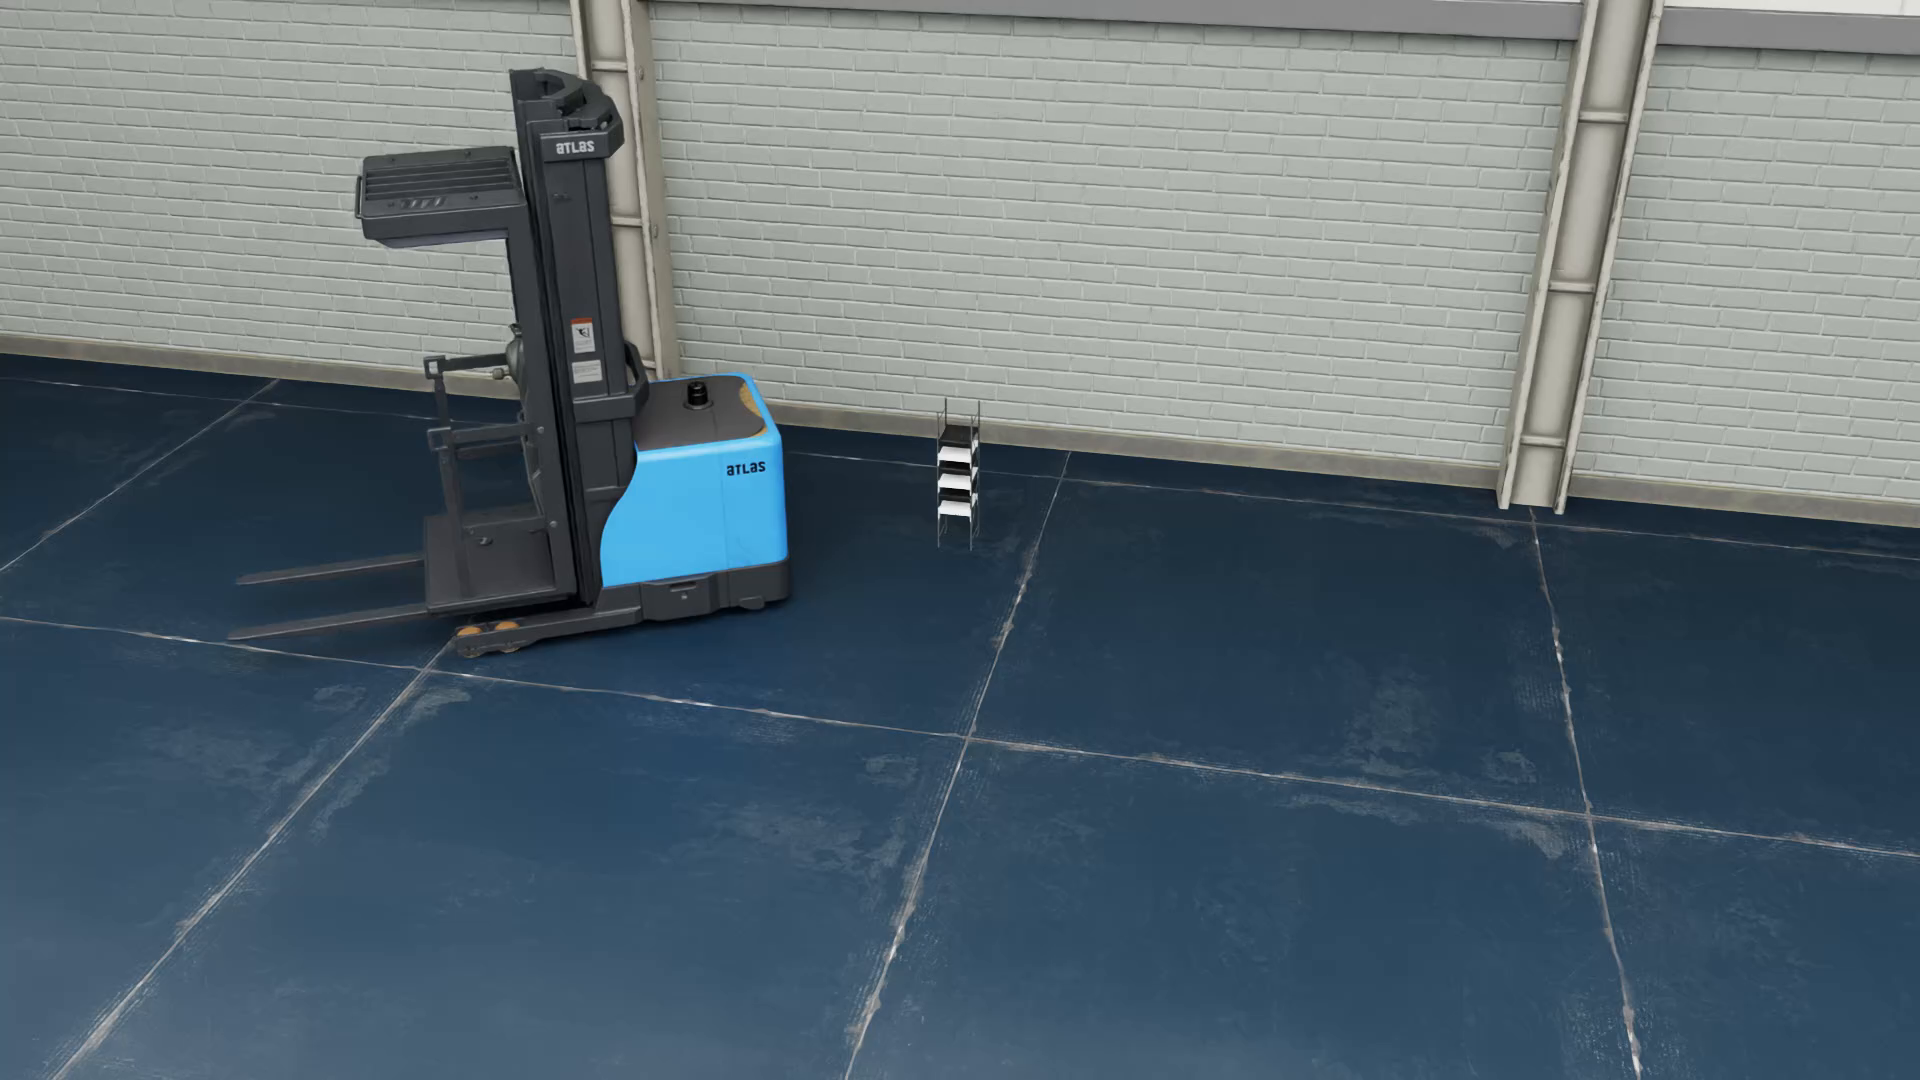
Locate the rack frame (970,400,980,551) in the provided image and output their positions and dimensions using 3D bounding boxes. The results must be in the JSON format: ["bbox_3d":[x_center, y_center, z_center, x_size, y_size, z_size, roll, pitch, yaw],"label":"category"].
[{"bbox_3d":[0.091,-0.385,10.017,0.006,0.900,0.240,6,29,11],"label":"rack frame"}]

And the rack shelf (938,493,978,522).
[{"bbox_3d":[-0.008,-0.208,10.138,0.200,0.077,0.258,6,29,11],"label":"rack shelf"}]

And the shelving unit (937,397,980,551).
[{"bbox_3d":[-0.008,-0.396,10.035,0.210,0.900,0.258,6,29,11],"label":"shelving unit"}]

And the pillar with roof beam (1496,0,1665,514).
[{"bbox_3d":[2.769,-2.179,4.860,0.400,9.000,9.100,6,29,11],"label":"pillar with roof beam"}]

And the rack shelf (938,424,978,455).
[{"bbox_3d":[-0.008,-0.603,9.922,0.200,0.077,0.258,6,29,11],"label":"rack shelf"}]

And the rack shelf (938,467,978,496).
[{"bbox_3d":[-0.008,-0.366,10.051,0.200,0.077,0.258,6,29,11],"label":"rack shelf"}]

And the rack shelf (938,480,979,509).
[{"bbox_3d":[-0.008,-0.287,10.095,0.200,0.077,0.258,6,29,11],"label":"rack shelf"}]

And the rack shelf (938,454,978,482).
[{"bbox_3d":[-0.008,-0.445,10.008,0.200,0.077,0.258,6,29,11],"label":"rack shelf"}]

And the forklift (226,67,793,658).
[{"bbox_3d":[-2.539,-0.926,8.890,3.031,2.935,1.130,-8,30,-15],"label":"forklift"}]

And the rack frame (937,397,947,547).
[{"bbox_3d":[-0.107,-0.406,10.054,0.006,0.900,0.240,6,29,11],"label":"rack frame"}]

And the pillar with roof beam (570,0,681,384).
[{"bbox_3d":[-3.098,-2.781,5.959,0.400,9.000,9.100,6,29,11],"label":"pillar with roof beam"}]

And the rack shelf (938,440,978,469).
[{"bbox_3d":[-0.008,-0.524,9.965,0.200,0.077,0.258,6,29,11],"label":"rack shelf"}]
